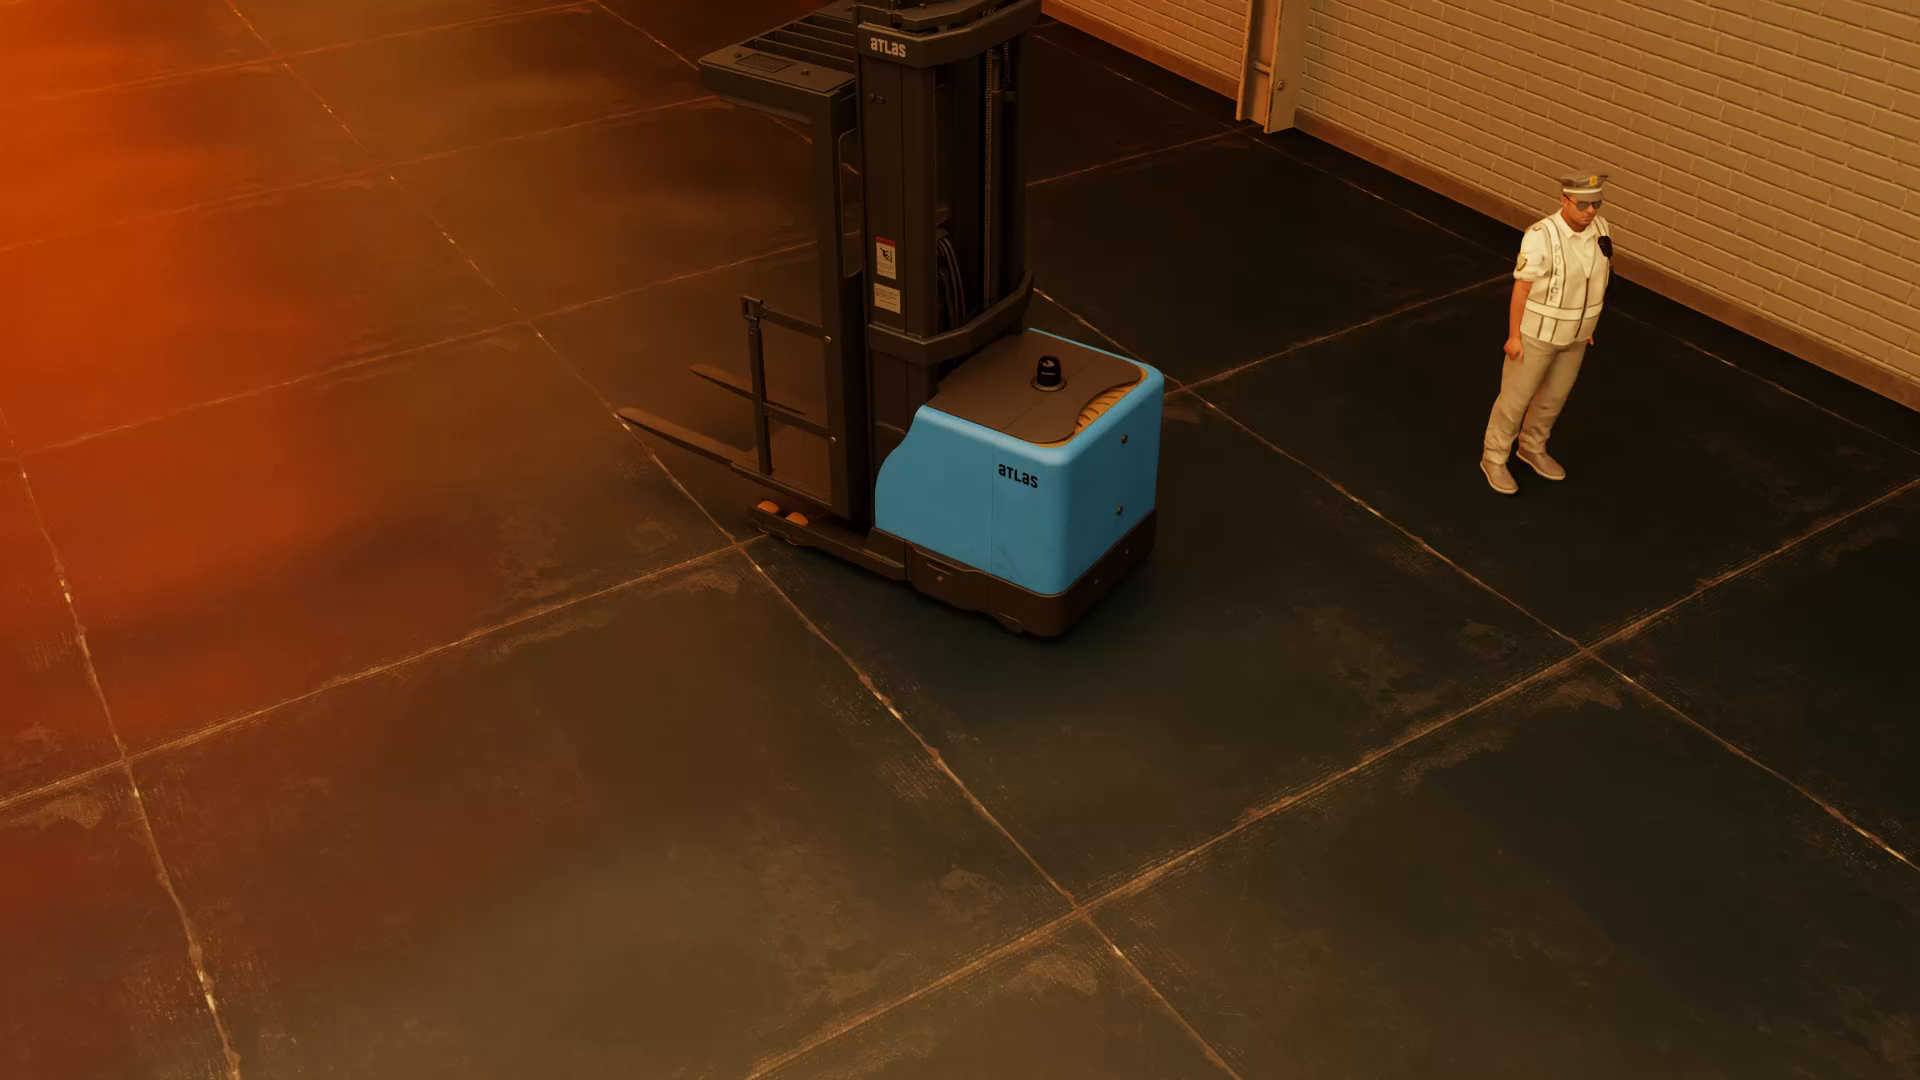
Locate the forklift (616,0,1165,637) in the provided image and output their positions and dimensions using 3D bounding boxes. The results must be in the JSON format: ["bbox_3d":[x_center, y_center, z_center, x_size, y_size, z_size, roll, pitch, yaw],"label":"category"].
[{"bbox_3d":[-0.500,-1.399,8.138,3.031,2.935,1.130,22,41,28],"label":"forklift"}]

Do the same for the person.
[{"bbox_3d":[3.112,-1.108,8.735,0.526,1.773,0.396,-13,37,-18],"label":"person"}]
